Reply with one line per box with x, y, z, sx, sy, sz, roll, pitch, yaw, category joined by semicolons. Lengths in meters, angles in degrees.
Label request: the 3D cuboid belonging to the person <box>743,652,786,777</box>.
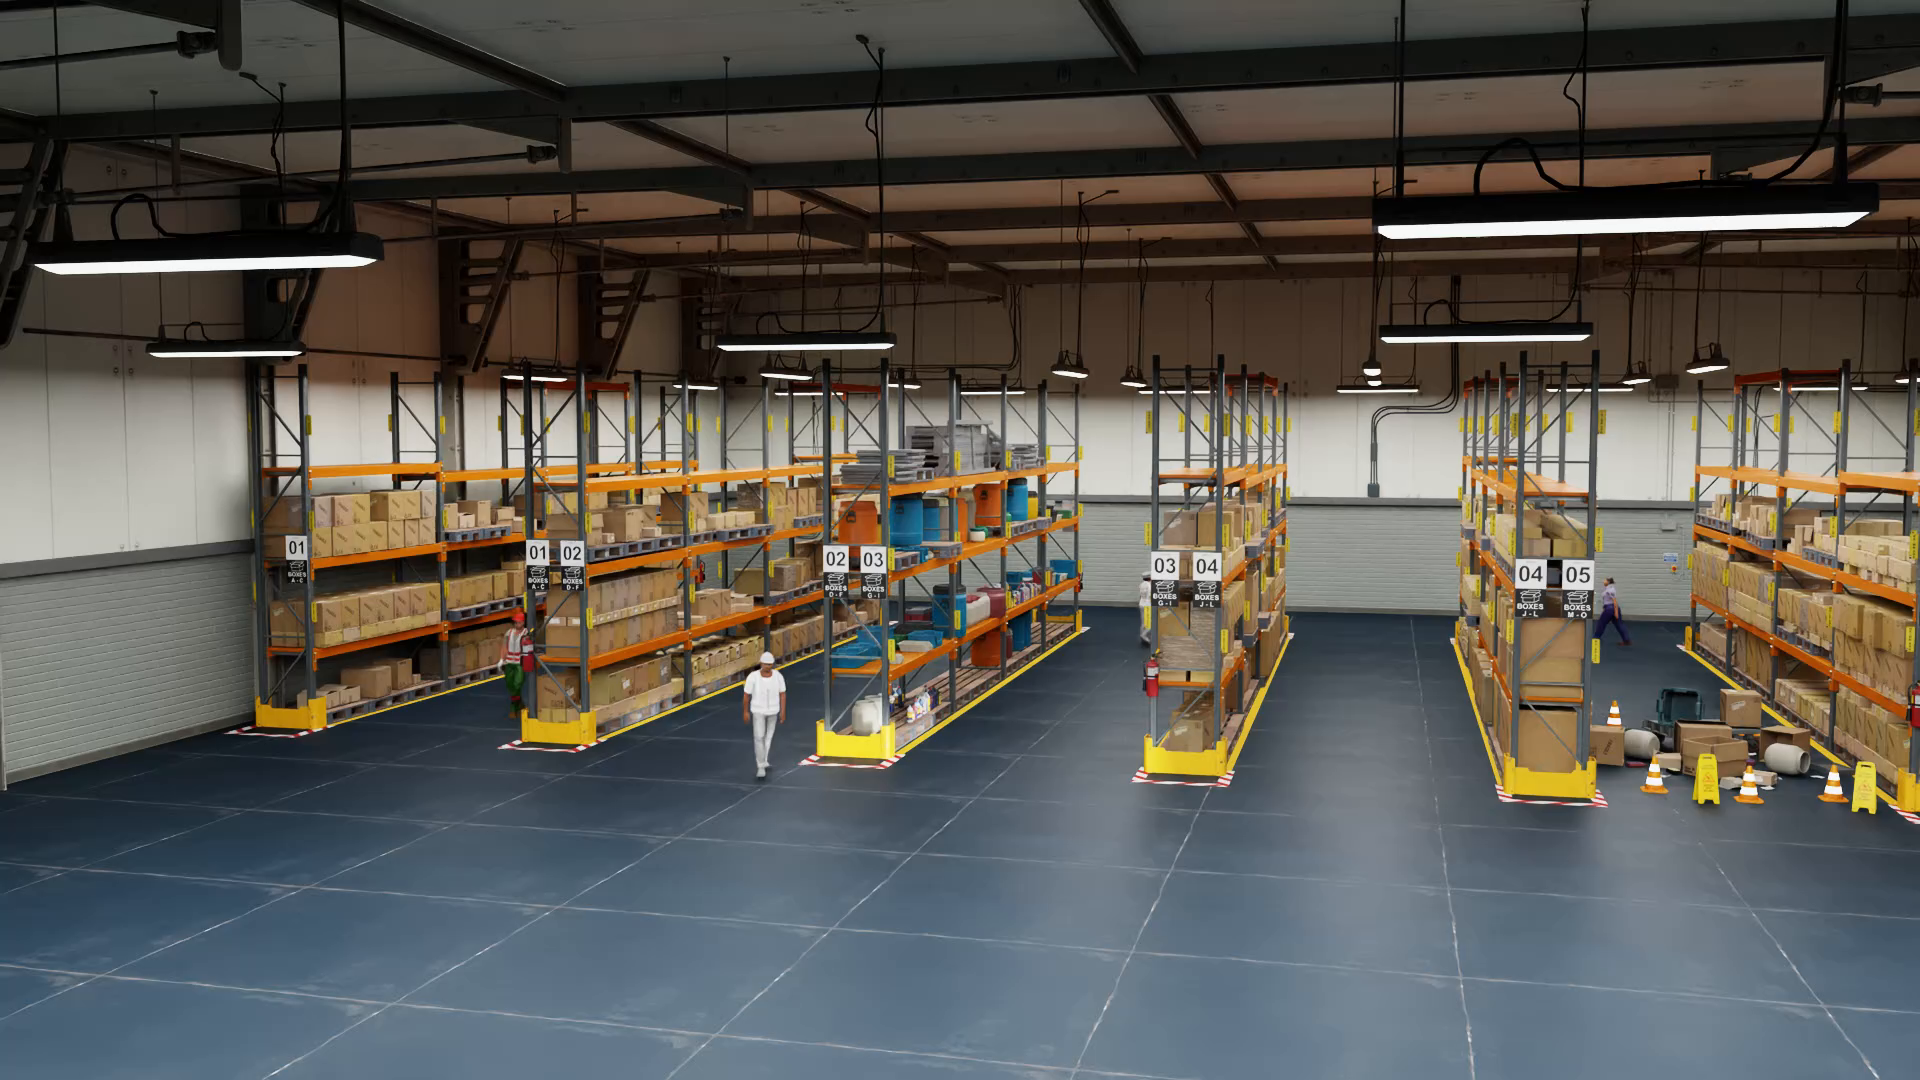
-2.783;2.469;23.887;0.593;1.714;0.950;-2;4;-26;person

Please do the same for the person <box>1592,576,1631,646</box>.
14.709;1.591;37.691;1.009;1.569;0.467;3;5;36;person

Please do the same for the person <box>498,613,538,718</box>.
-7.636;2.164;28.738;0.638;1.815;0.659;1;4;9;person

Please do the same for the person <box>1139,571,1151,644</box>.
4.240;1.545;37.822;0.452;1.688;0.478;-2;4;-28;person
